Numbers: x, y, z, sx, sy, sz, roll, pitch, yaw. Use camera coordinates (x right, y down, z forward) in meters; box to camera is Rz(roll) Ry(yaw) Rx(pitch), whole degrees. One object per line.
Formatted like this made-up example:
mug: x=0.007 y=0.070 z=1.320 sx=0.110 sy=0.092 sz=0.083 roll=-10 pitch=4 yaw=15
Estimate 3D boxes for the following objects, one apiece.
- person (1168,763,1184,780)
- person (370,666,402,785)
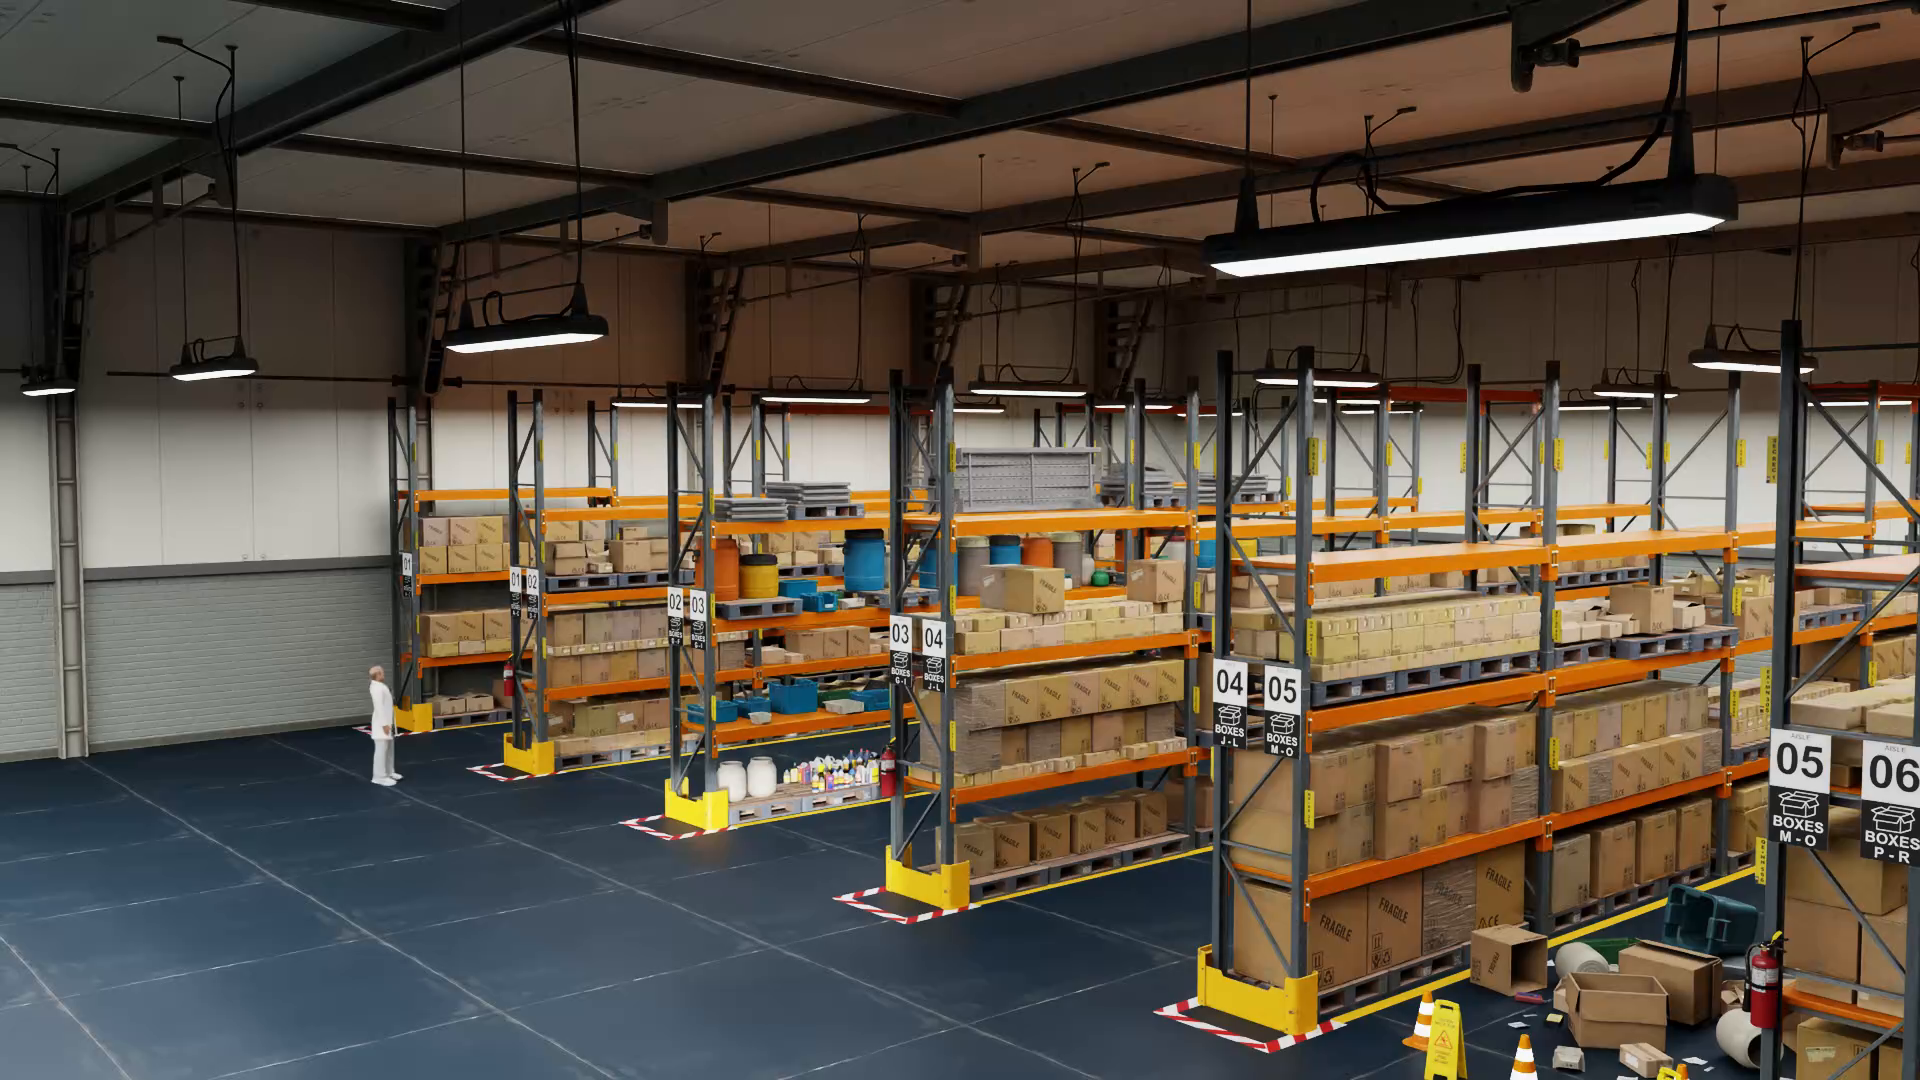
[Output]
person: x=3.187 y=2.874 z=24.164 sx=0.529 sy=1.788 sz=0.636 roll=2 pitch=4 yaw=26
person: x=-8.769 y=2.807 z=25.329 sx=0.476 sy=1.792 sz=0.602 roll=0 pitch=3 yaw=0
